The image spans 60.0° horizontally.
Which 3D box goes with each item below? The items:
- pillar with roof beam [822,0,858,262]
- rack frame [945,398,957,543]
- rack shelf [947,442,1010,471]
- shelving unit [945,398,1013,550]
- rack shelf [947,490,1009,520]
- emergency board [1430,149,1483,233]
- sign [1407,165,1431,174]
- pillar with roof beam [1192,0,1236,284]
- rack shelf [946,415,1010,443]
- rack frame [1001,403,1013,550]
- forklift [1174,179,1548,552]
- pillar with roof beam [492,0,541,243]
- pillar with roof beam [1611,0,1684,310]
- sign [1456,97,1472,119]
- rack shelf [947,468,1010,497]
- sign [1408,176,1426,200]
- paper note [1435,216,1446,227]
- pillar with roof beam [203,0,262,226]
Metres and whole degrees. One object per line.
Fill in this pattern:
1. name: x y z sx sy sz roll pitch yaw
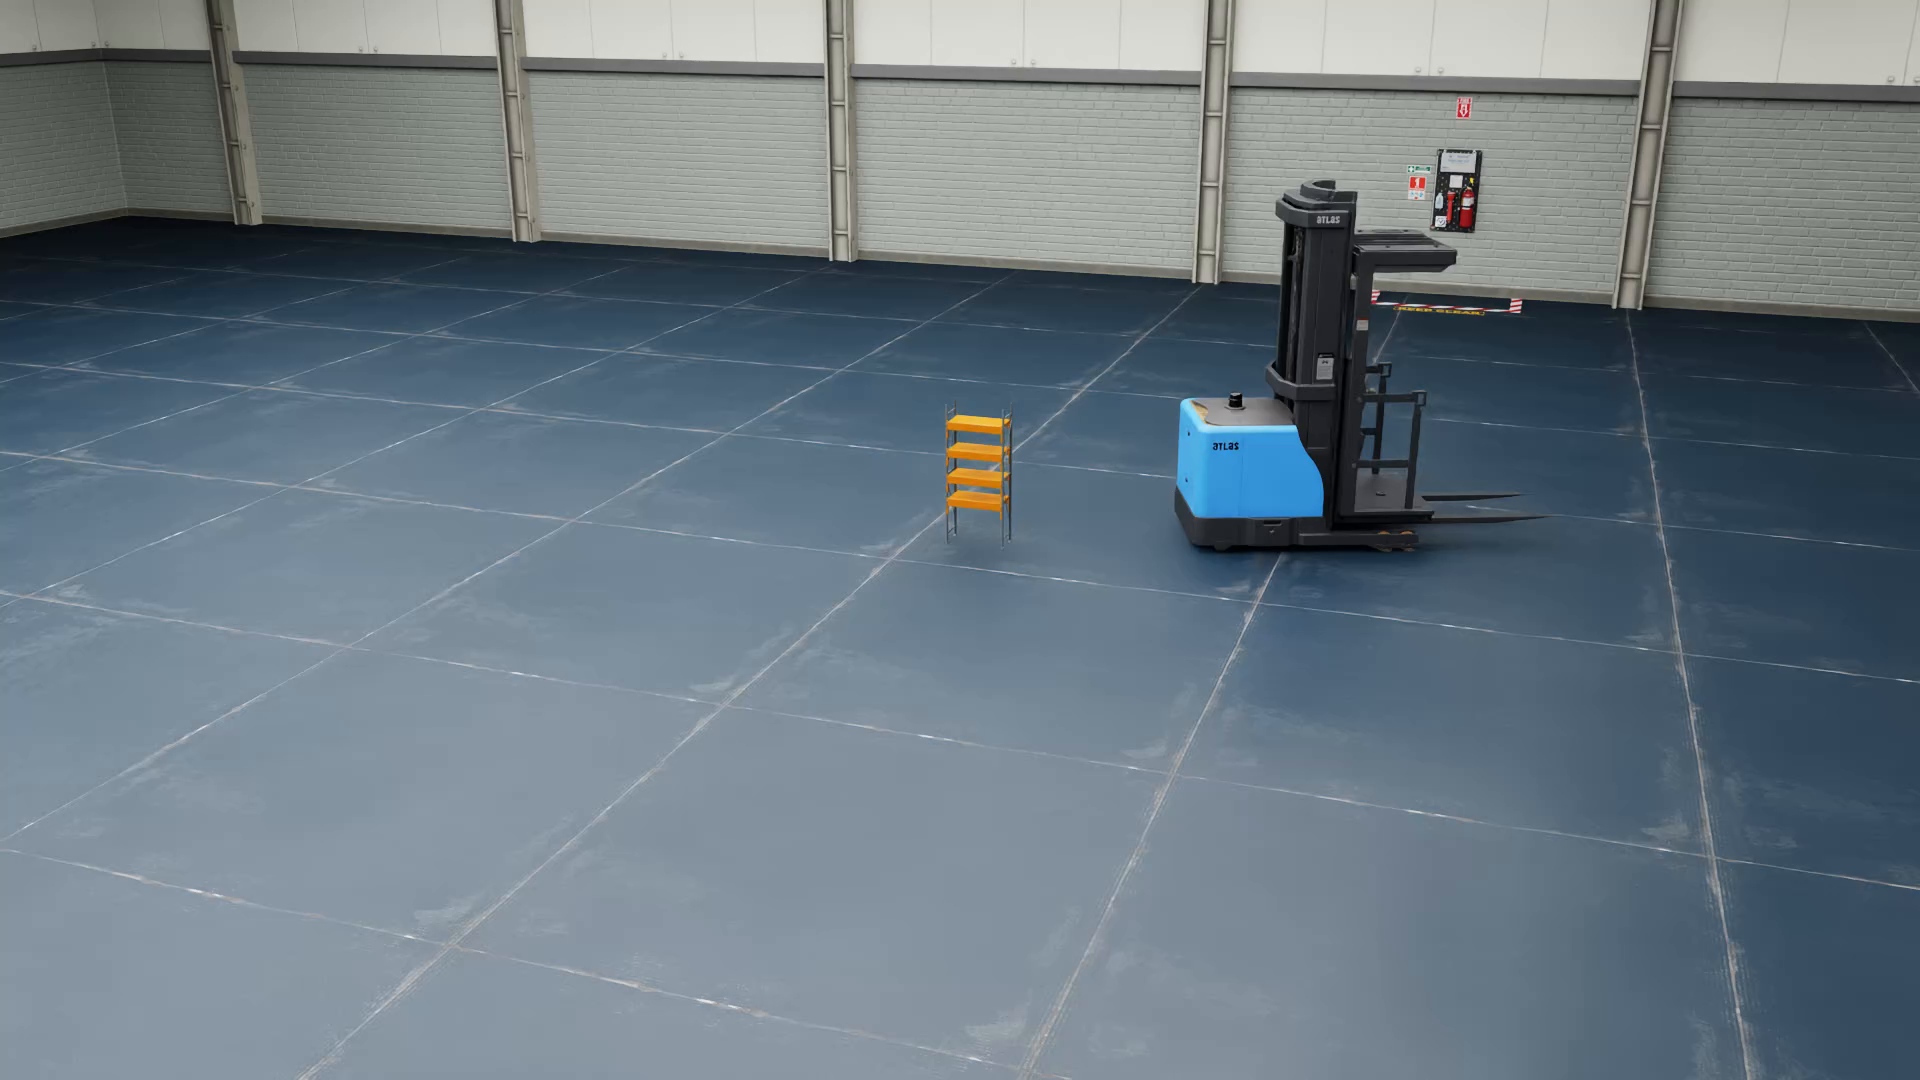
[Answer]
1. pillar with roof beam: -3.314 -7.503 21.929 0.400 9.000 9.100 7 20 18
2. rack frame: -0.074 -0.575 13.903 0.015 1.200 0.240 7 20 18
3. rack shelf: 0.156 -0.696 13.776 0.480 0.148 0.258 7 20 18
4. shelving unit: 0.156 -0.549 13.827 0.503 1.200 0.258 7 20 18
5. rack shelf: 0.156 -0.298 13.915 0.480 0.148 0.258 7 20 18
6. emergency board: 7.112 -4.991 23.837 0.643 1.169 0.194 7 20 18
7. sign: 6.625 -5.347 23.998 0.331 0.109 0.001 7 20 18
8. pillar with roof beam: 2.353 -6.855 20.069 0.400 9.000 9.100 7 20 18
9. rack shelf: 0.156 -0.920 13.698 0.480 0.148 0.258 7 20 18
10. rack frame: 0.387 -0.522 13.752 0.015 1.200 0.240 7 20 18
11. forklift: 3.414 -1.460 13.812 3.031 2.935 1.130 -1 19 -2
12. pillar with roof beam: -8.982 -8.151 23.788 0.400 9.000 9.100 7 20 18
13. pillar with roof beam: 8.021 -6.206 18.210 0.400 9.000 9.100 7 20 18
14. sign: 7.137 -6.117 23.547 0.199 0.298 0.001 7 20 18
15. rack shelf: 0.156 -0.485 13.850 0.480 0.148 0.258 7 20 18
16. sign: 6.624 -5.100 24.095 0.234 0.329 0.001 7 20 18
17. paper note: 6.968 -4.616 24.099 0.142 0.148 0.016 7 20 18
18. pillar with roof beam: -14.650 -8.799 25.647 0.400 9.000 9.100 7 20 18
